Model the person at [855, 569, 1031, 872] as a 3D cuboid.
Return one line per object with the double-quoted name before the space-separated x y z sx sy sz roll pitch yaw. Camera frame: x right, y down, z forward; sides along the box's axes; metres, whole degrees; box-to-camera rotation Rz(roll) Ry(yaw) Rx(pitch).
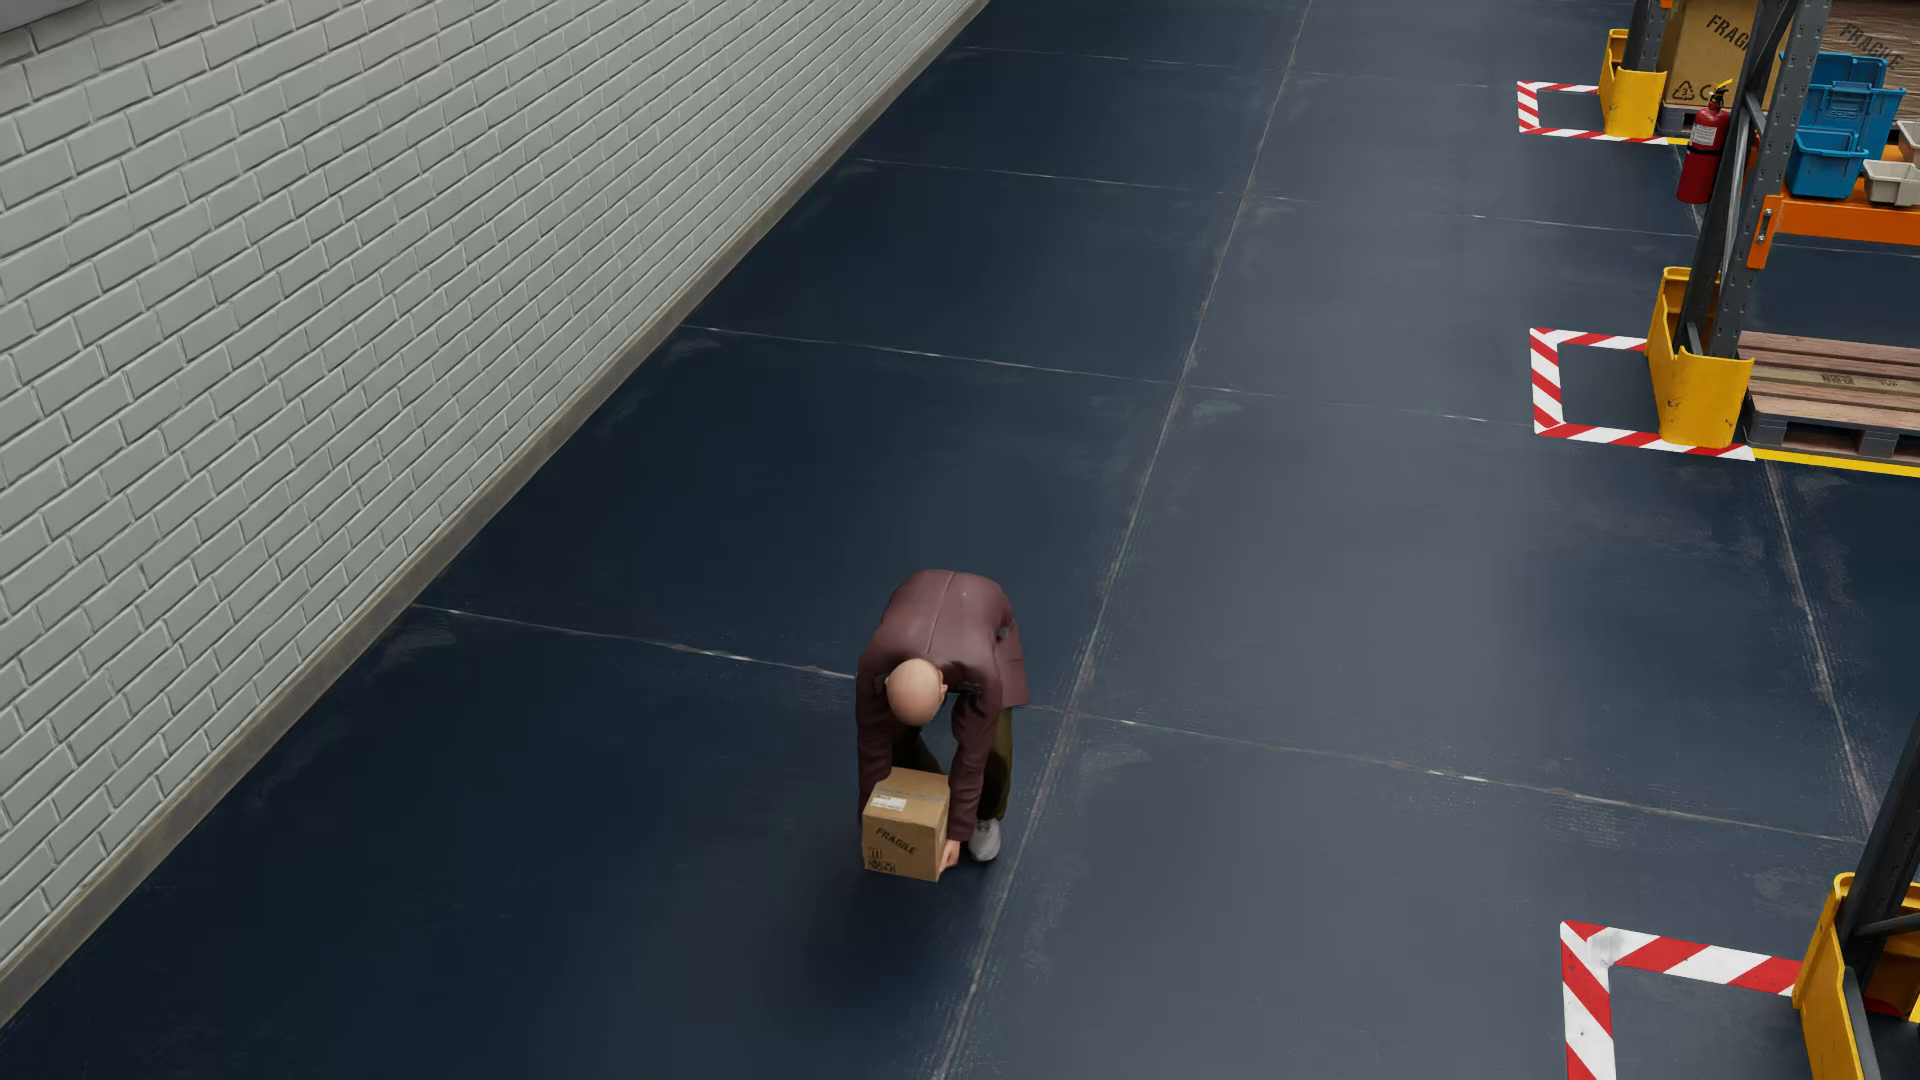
"person" -0.076 0.678 5.699 0.586 1.117 0.937 6 33 10
